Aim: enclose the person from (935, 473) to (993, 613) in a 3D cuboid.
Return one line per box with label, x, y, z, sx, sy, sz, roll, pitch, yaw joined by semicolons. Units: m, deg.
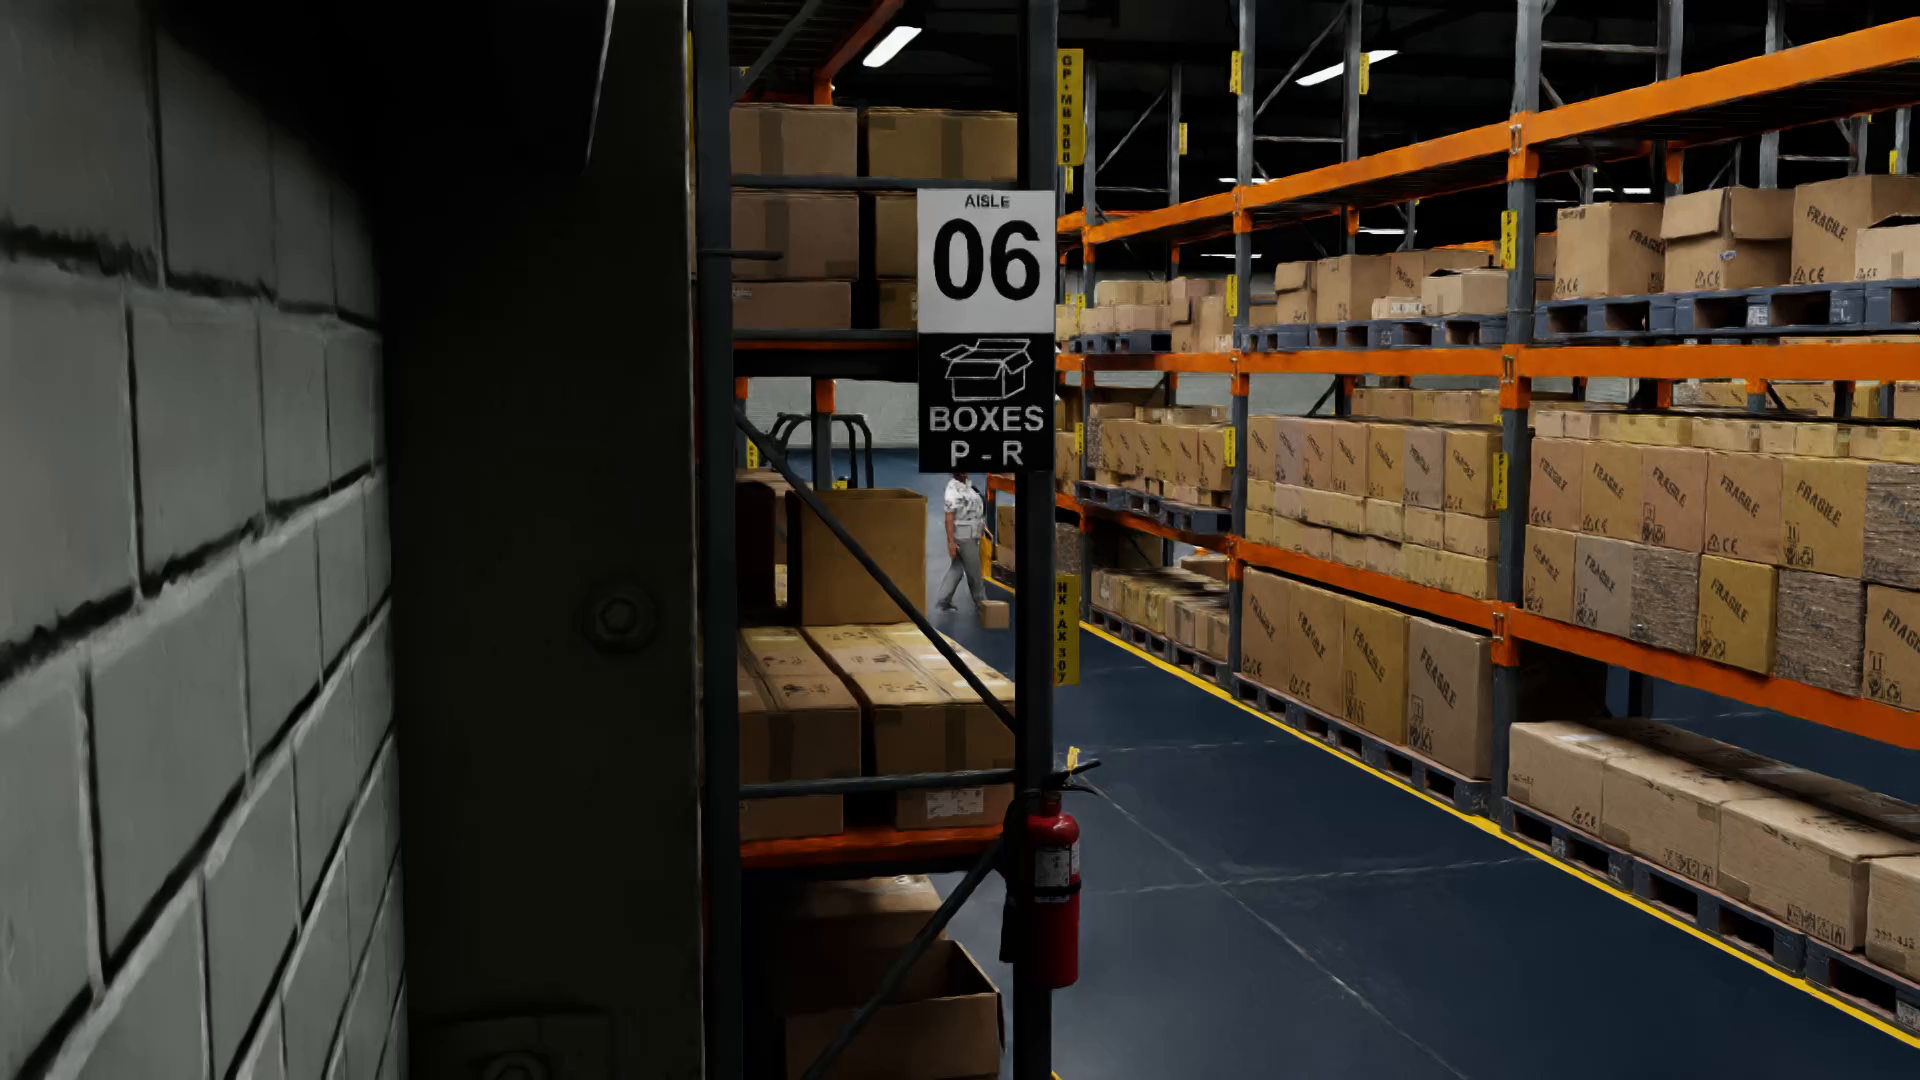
person;0.086;-0.043;17.910;0.720;1.723;0.580;1;6;9
